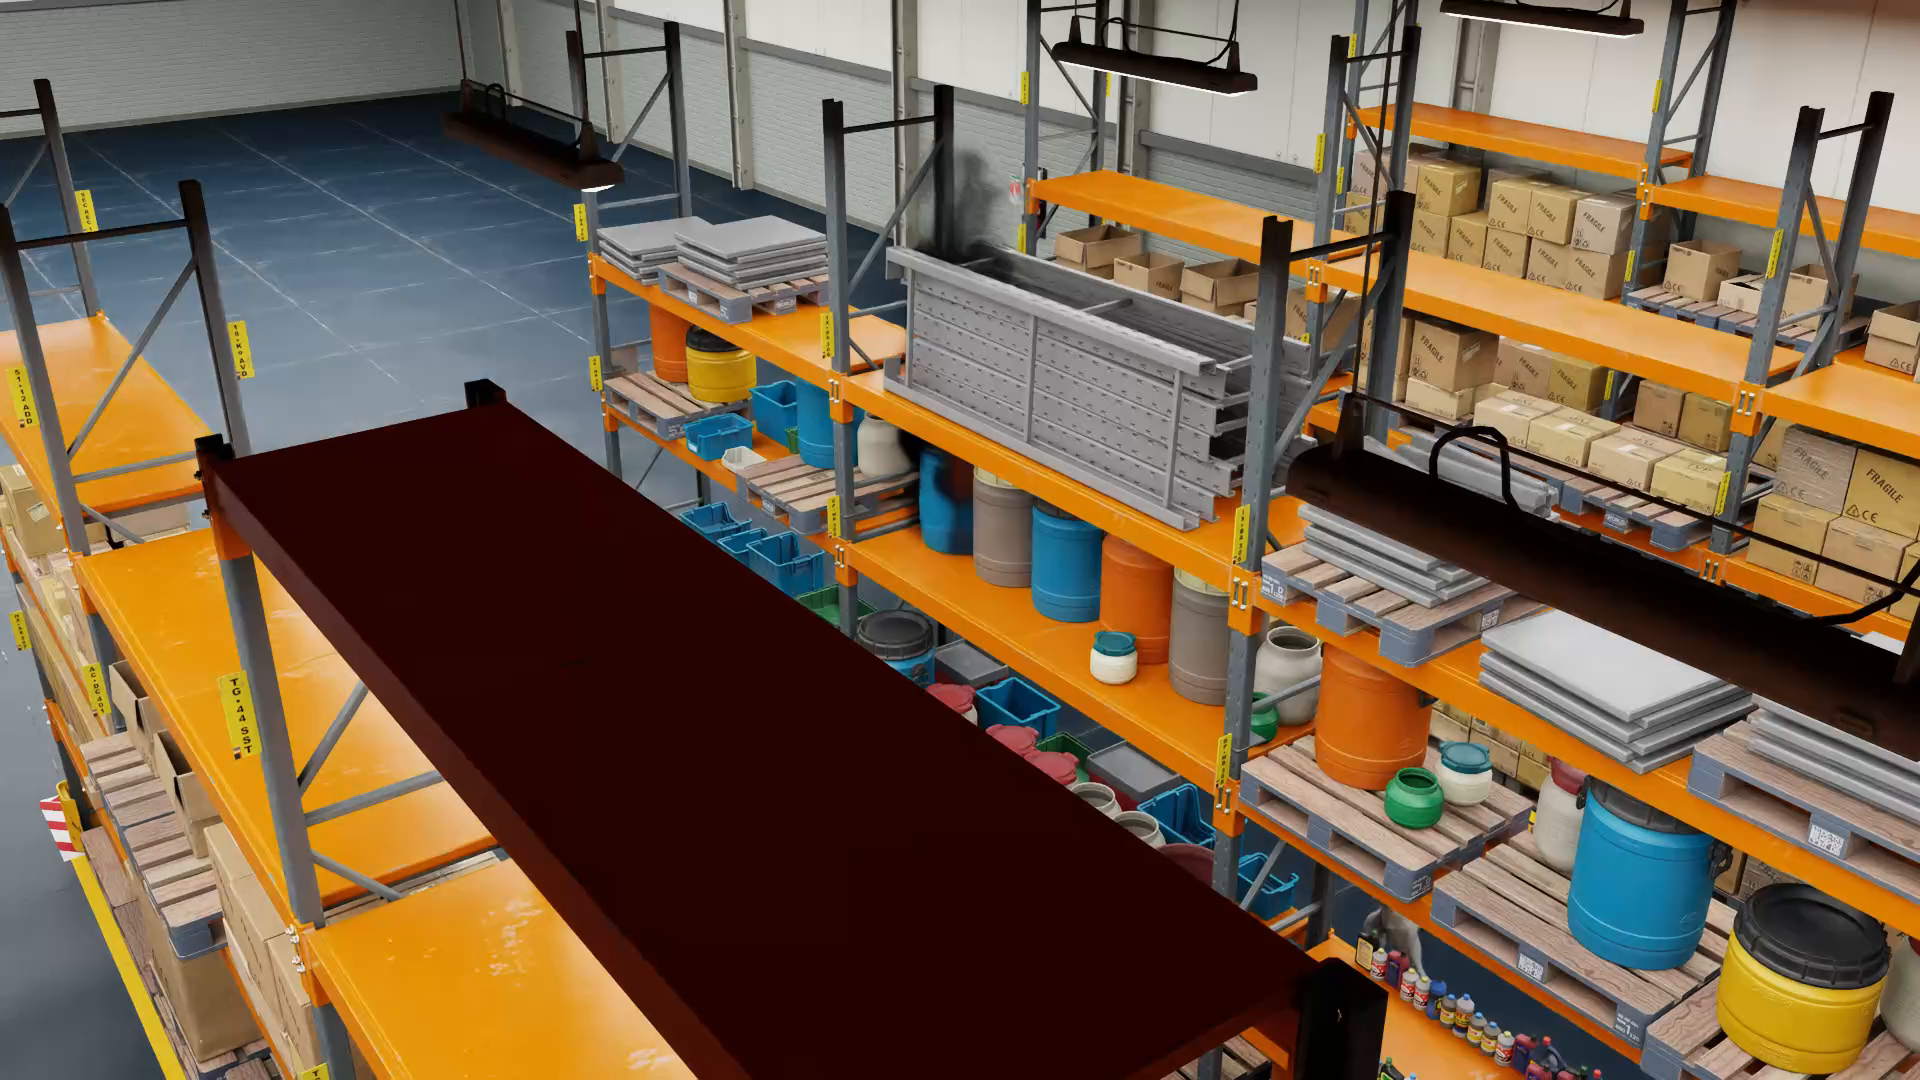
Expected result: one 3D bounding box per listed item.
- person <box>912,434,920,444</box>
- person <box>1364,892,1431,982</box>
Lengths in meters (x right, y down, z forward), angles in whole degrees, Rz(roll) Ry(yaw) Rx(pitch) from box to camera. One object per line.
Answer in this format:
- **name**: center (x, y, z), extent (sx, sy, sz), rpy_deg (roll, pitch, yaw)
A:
- **person**: center (-0.379, -2.040, 21.332), extent (0.918, 1.700, 0.671), rpy_deg (-9, 26, -19)
- **person**: center (3.071, 2.650, 11.314), extent (0.566, 1.674, 0.943), rpy_deg (-19, 31, -35)
